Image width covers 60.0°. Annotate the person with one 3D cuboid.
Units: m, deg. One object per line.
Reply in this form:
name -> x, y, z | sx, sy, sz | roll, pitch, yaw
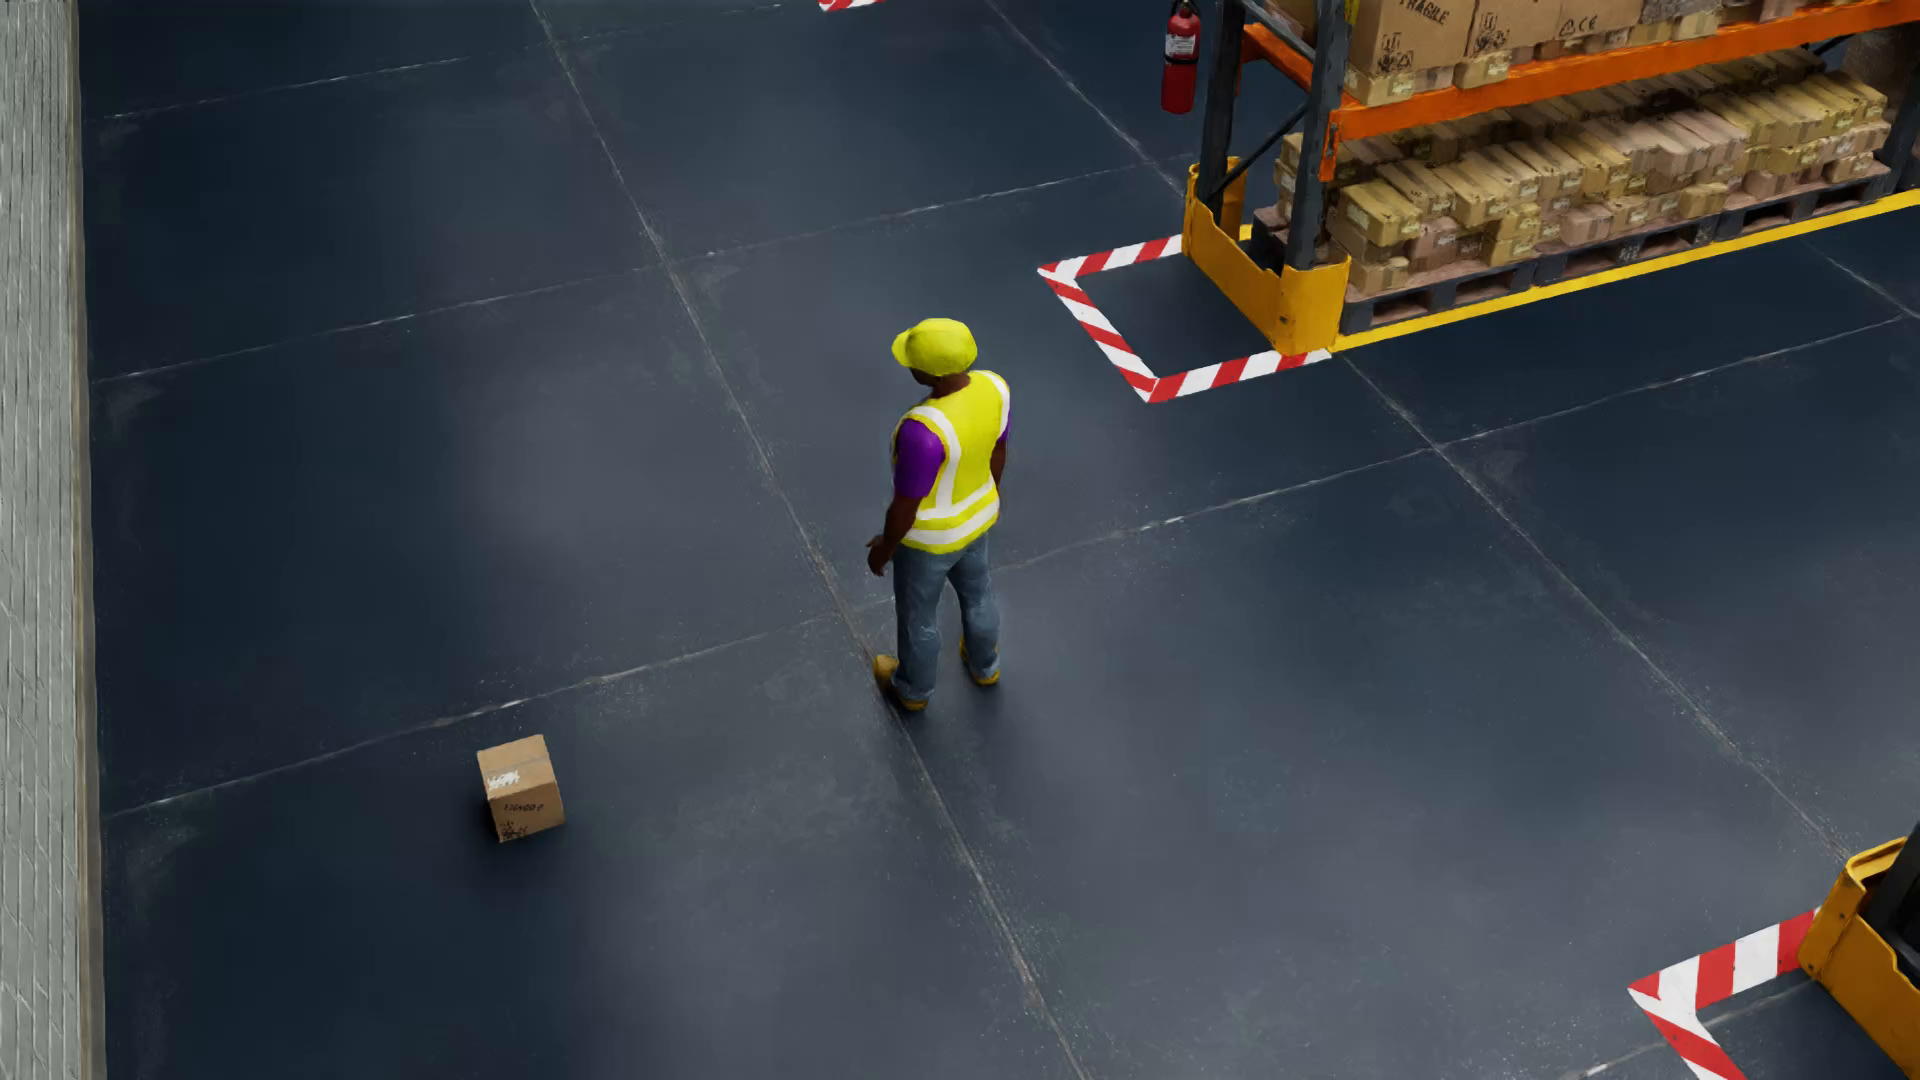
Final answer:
person -> -0.092, -0.097, 6.204 | 0.462, 1.771, 0.622 | 29, 49, 28
